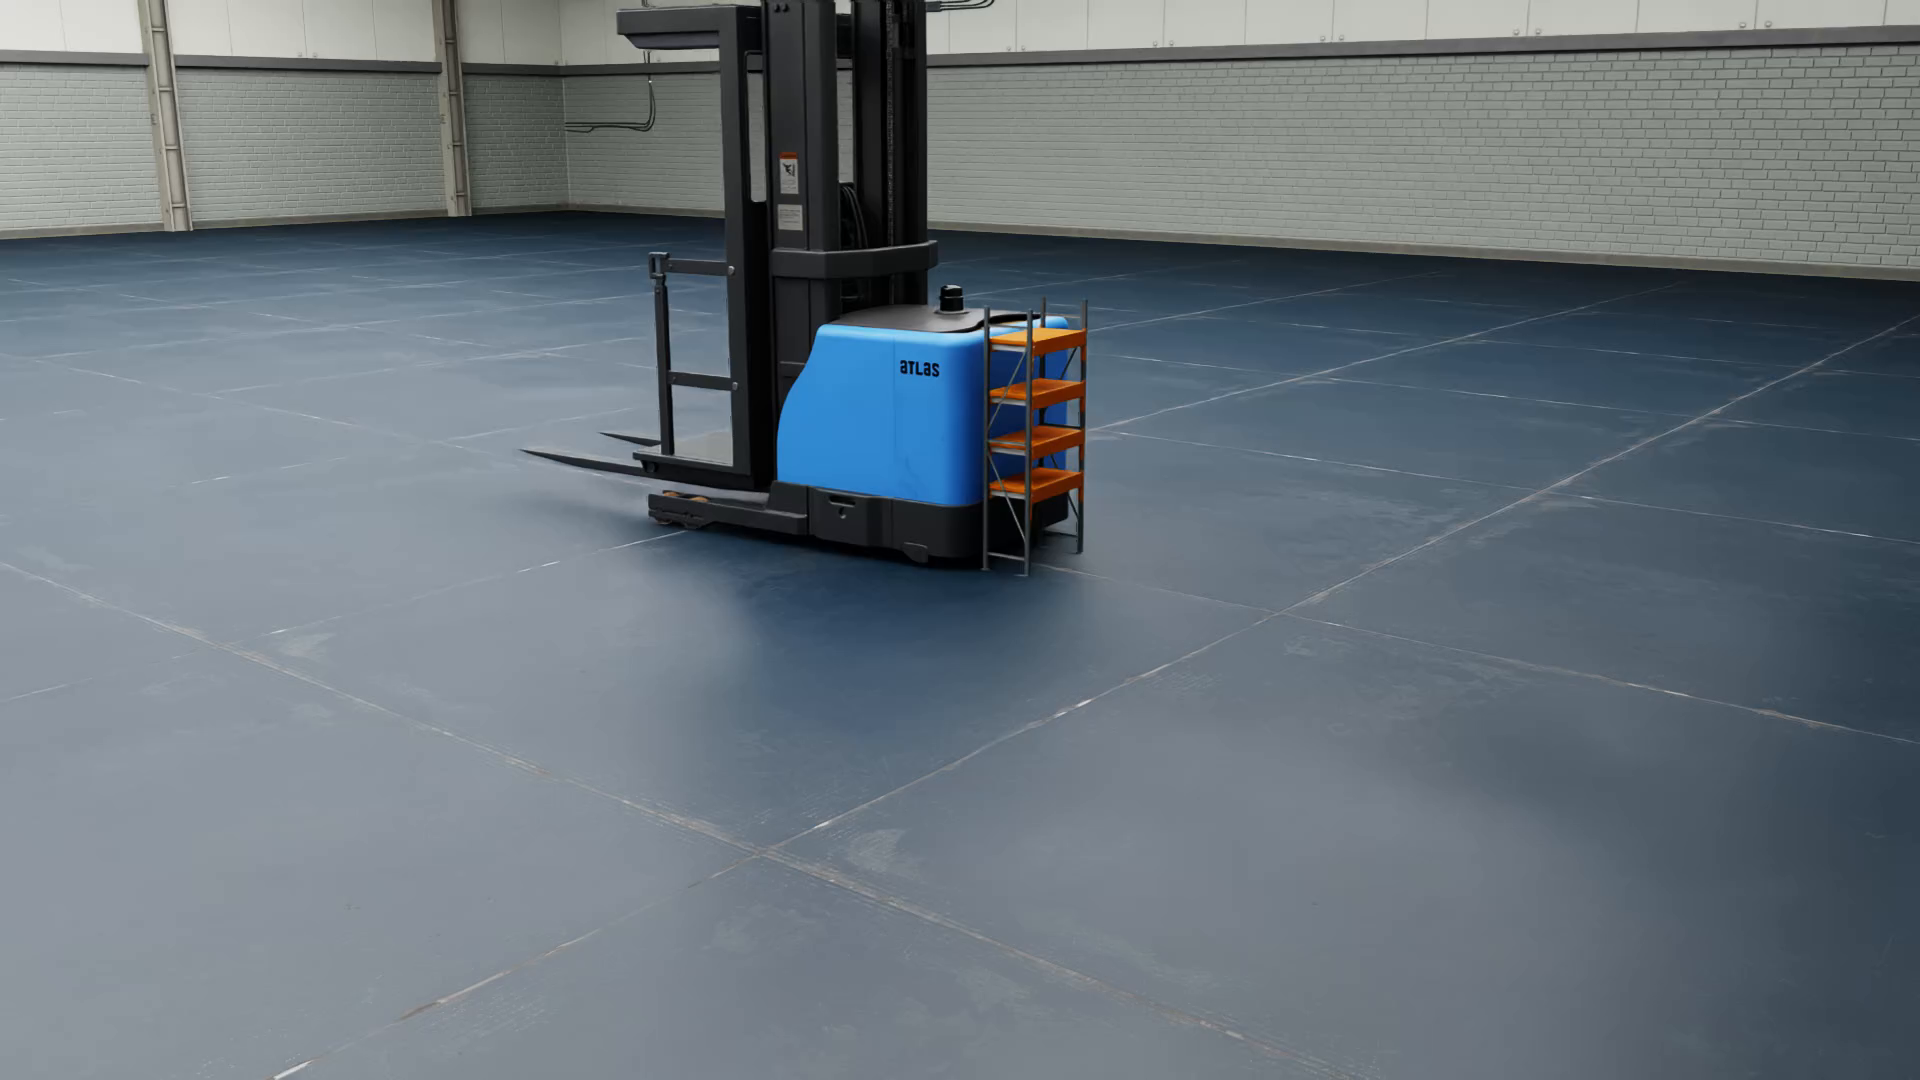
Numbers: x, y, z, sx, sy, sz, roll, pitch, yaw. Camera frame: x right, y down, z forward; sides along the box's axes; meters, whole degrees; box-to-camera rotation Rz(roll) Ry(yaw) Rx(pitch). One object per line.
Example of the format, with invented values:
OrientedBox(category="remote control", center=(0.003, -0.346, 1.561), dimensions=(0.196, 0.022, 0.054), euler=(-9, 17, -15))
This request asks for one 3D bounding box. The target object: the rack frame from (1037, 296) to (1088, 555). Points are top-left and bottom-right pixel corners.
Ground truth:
OrientedBox(category="rack frame", center=(0.476, -0.529, 7.767), dimensions=(0.240, 1.200, 0.015), euler=(9, 17, 32))

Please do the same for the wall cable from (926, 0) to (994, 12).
OrientedBox(category="wall cable", center=(-0.237, -11.692, 28.965), dimensions=(2.305, 6.003, 0.169), euler=(11, 18, 38))

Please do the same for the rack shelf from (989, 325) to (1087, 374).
OrientedBox(category="rack shelf", center=(0.343, -0.859, 7.472), dimensions=(0.258, 0.148, 0.480), euler=(9, 17, 32))

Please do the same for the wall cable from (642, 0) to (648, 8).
OrientedBox(category="wall cable", center=(-5.507, -12.040, 33.291), dimensions=(3.097, 2.526, 0.112), euler=(11, 18, 38))

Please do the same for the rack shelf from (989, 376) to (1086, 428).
OrientedBox(category="rack shelf", center=(0.343, -0.630, 7.530), dimensions=(0.258, 0.148, 0.480), euler=(9, 17, 32))

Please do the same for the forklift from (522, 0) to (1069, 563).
OrientedBox(category="forklift", center=(-0.975, -1.569, 8.348), dimensions=(3.031, 2.935, 1.130), euler=(9, 17, 32))

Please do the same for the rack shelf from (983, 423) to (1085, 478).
OrientedBox(category="rack shelf", center=(0.343, -0.413, 7.586), dimensions=(0.258, 0.148, 0.480), euler=(9, 17, 32))

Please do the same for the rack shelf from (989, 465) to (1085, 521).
OrientedBox(category="rack shelf", center=(0.343, -0.221, 7.635), dimensions=(0.258, 0.148, 0.480), euler=(9, 17, 32))

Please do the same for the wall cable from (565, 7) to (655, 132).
OrientedBox(category="wall cable", center=(-7.612, -10.011, 35.561), dimensions=(3.097, 2.526, 0.112), euler=(11, 18, 38))

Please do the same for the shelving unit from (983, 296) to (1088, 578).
OrientedBox(category="shelving unit", center=(0.343, -0.478, 7.569), dimensions=(0.258, 1.200, 0.503), euler=(9, 17, 32))

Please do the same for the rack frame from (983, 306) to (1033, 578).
OrientedBox(category="rack frame", center=(0.209, -0.428, 7.371), dimensions=(0.240, 1.200, 0.015), euler=(9, 17, 32))

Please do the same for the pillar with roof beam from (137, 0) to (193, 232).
OrientedBox(category="pillar with roof beam", center=(-10.914, -9.341, 26.618), dimensions=(9.100, 9.000, 0.400), euler=(11, 18, 38))

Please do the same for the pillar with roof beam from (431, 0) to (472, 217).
OrientedBox(category="pillar with roof beam", center=(-7.143, -10.490, 31.141), dimensions=(9.100, 9.000, 0.400), euler=(11, 18, 38))
